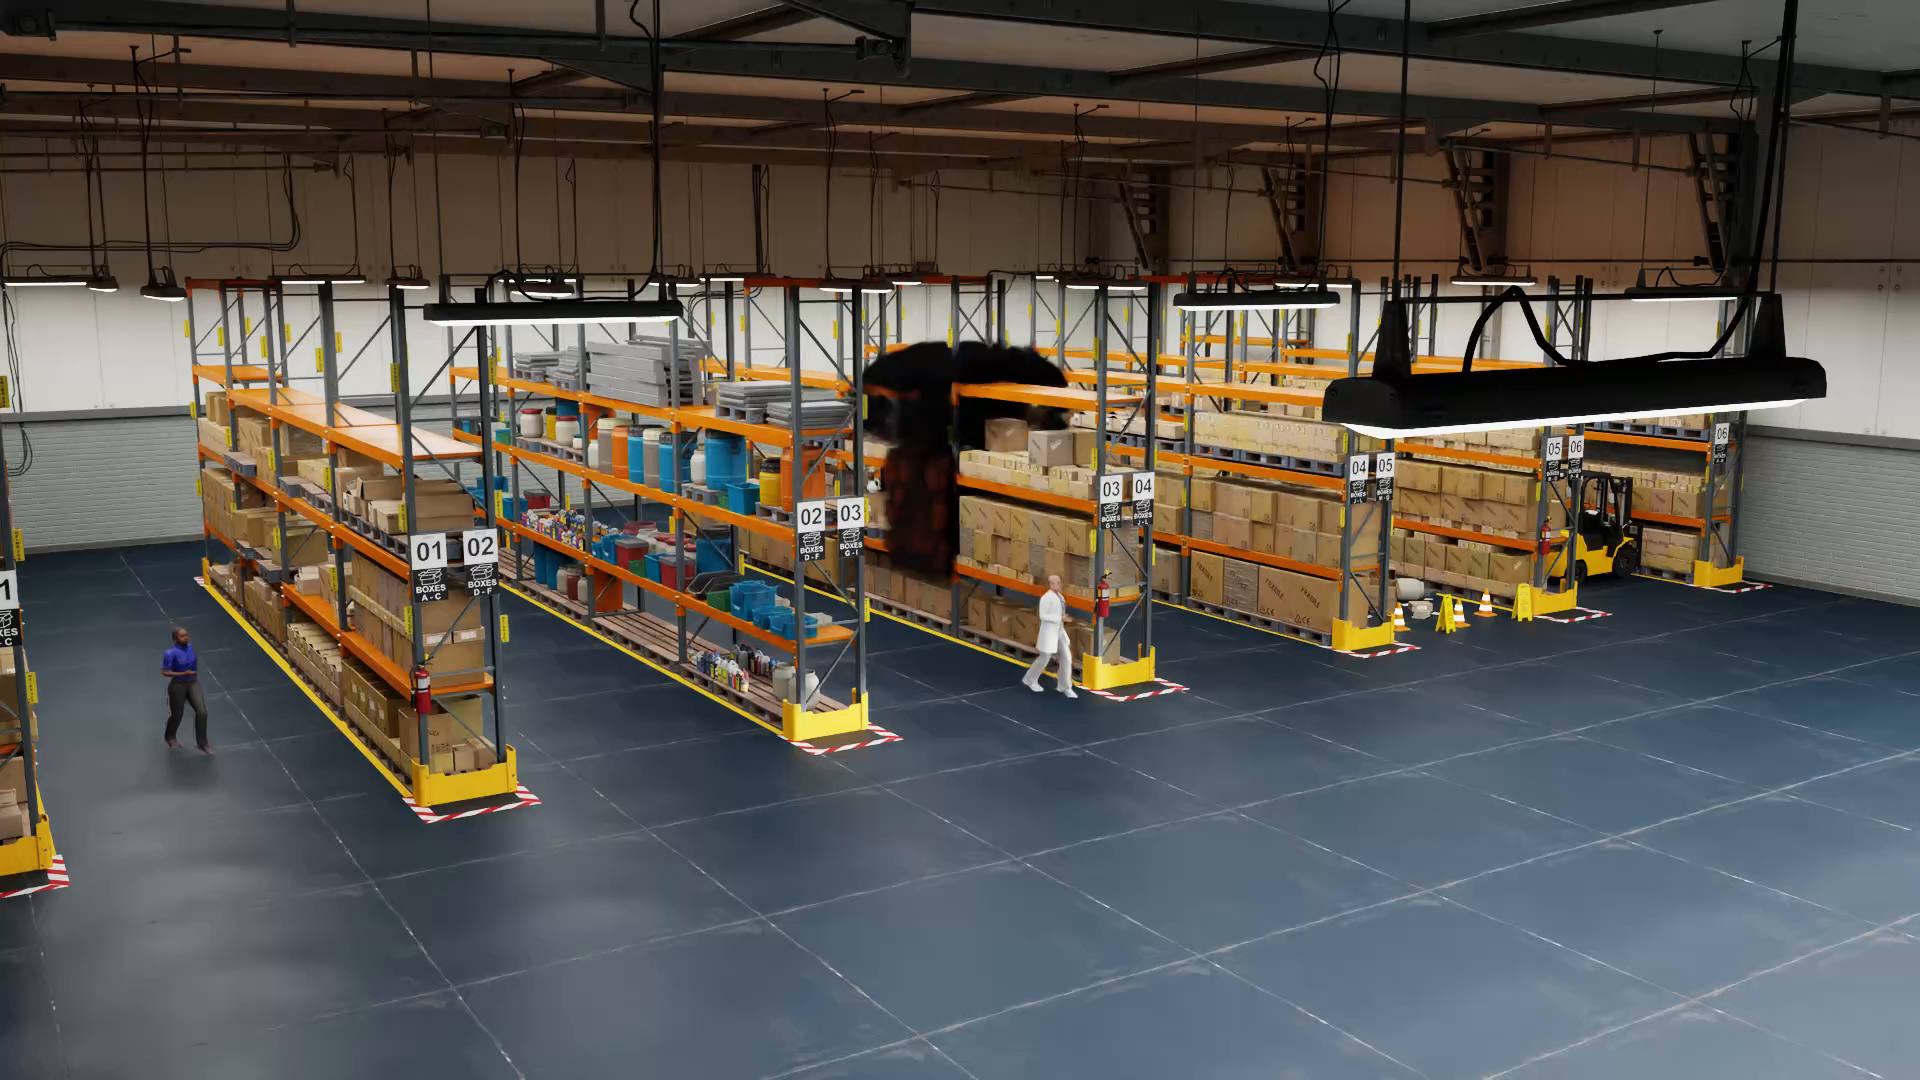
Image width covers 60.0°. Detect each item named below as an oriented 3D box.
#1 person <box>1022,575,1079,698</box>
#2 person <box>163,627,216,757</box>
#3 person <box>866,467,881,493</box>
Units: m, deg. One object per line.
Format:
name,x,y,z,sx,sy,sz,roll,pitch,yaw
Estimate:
person,1.299,1.414,24.319,0.873,1.843,0.688,7,12,35
person,-10.030,1.948,21.436,0.788,1.704,0.569,6,11,32
person,-2.001,-0.835,37.977,0.550,1.715,0.667,-5,11,-26
